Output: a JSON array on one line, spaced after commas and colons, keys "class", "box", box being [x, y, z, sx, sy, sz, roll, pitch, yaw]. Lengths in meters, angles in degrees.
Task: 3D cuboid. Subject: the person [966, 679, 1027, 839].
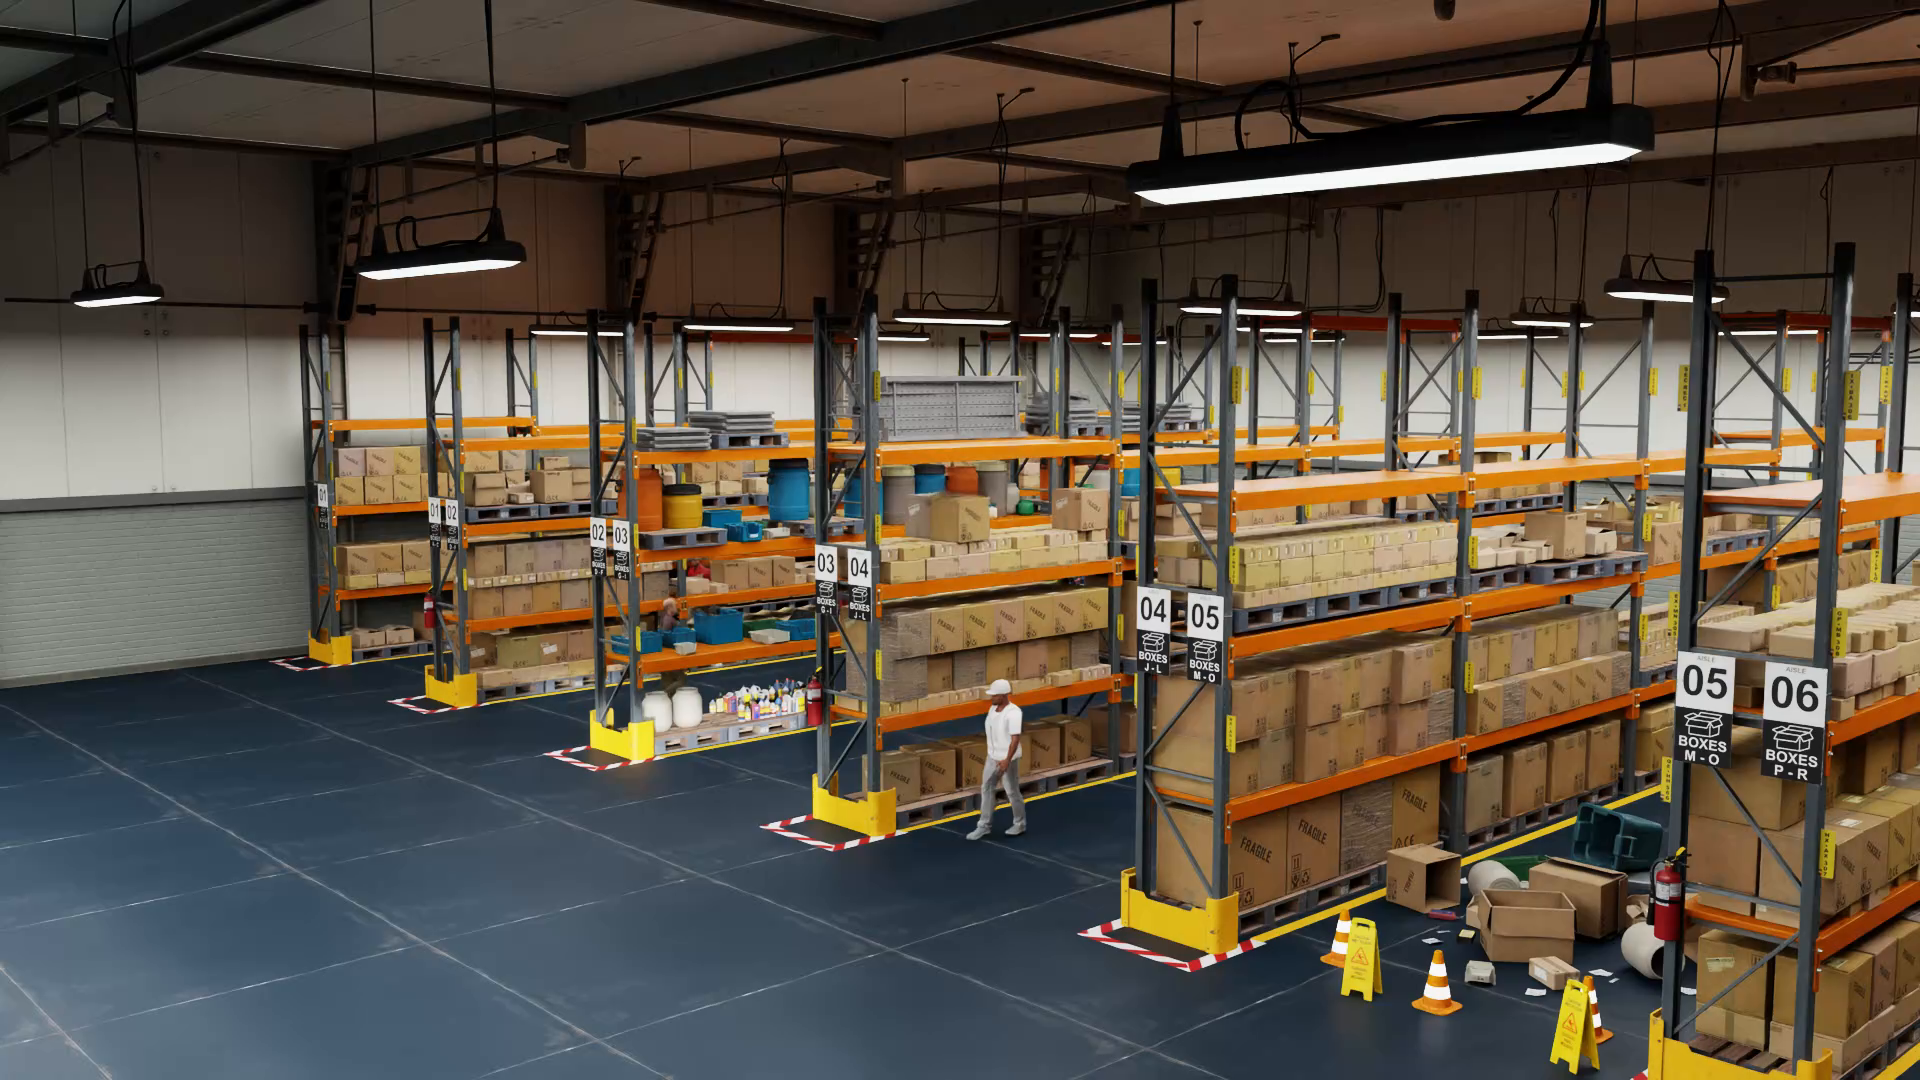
[{"class": "person", "box": [0.431, 2.426, 18.454, 0.705, 1.775, 0.622, -4, 7, -34]}]

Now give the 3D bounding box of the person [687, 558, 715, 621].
[{"class": "person", "box": [-4.972, 1.086, 32.033, 0.541, 1.669, 0.971, 6, 8, 44]}]

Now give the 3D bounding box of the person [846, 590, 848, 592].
[{"class": "person", "box": [-2.587, 0.750, 35.559, 0.489, 1.616, 1.058, 4, 7, 32]}]

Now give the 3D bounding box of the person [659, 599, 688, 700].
[{"class": "person", "box": [-4.399, 1.777, 24.891, 0.571, 1.750, 0.626, -4, 7, -33]}]
